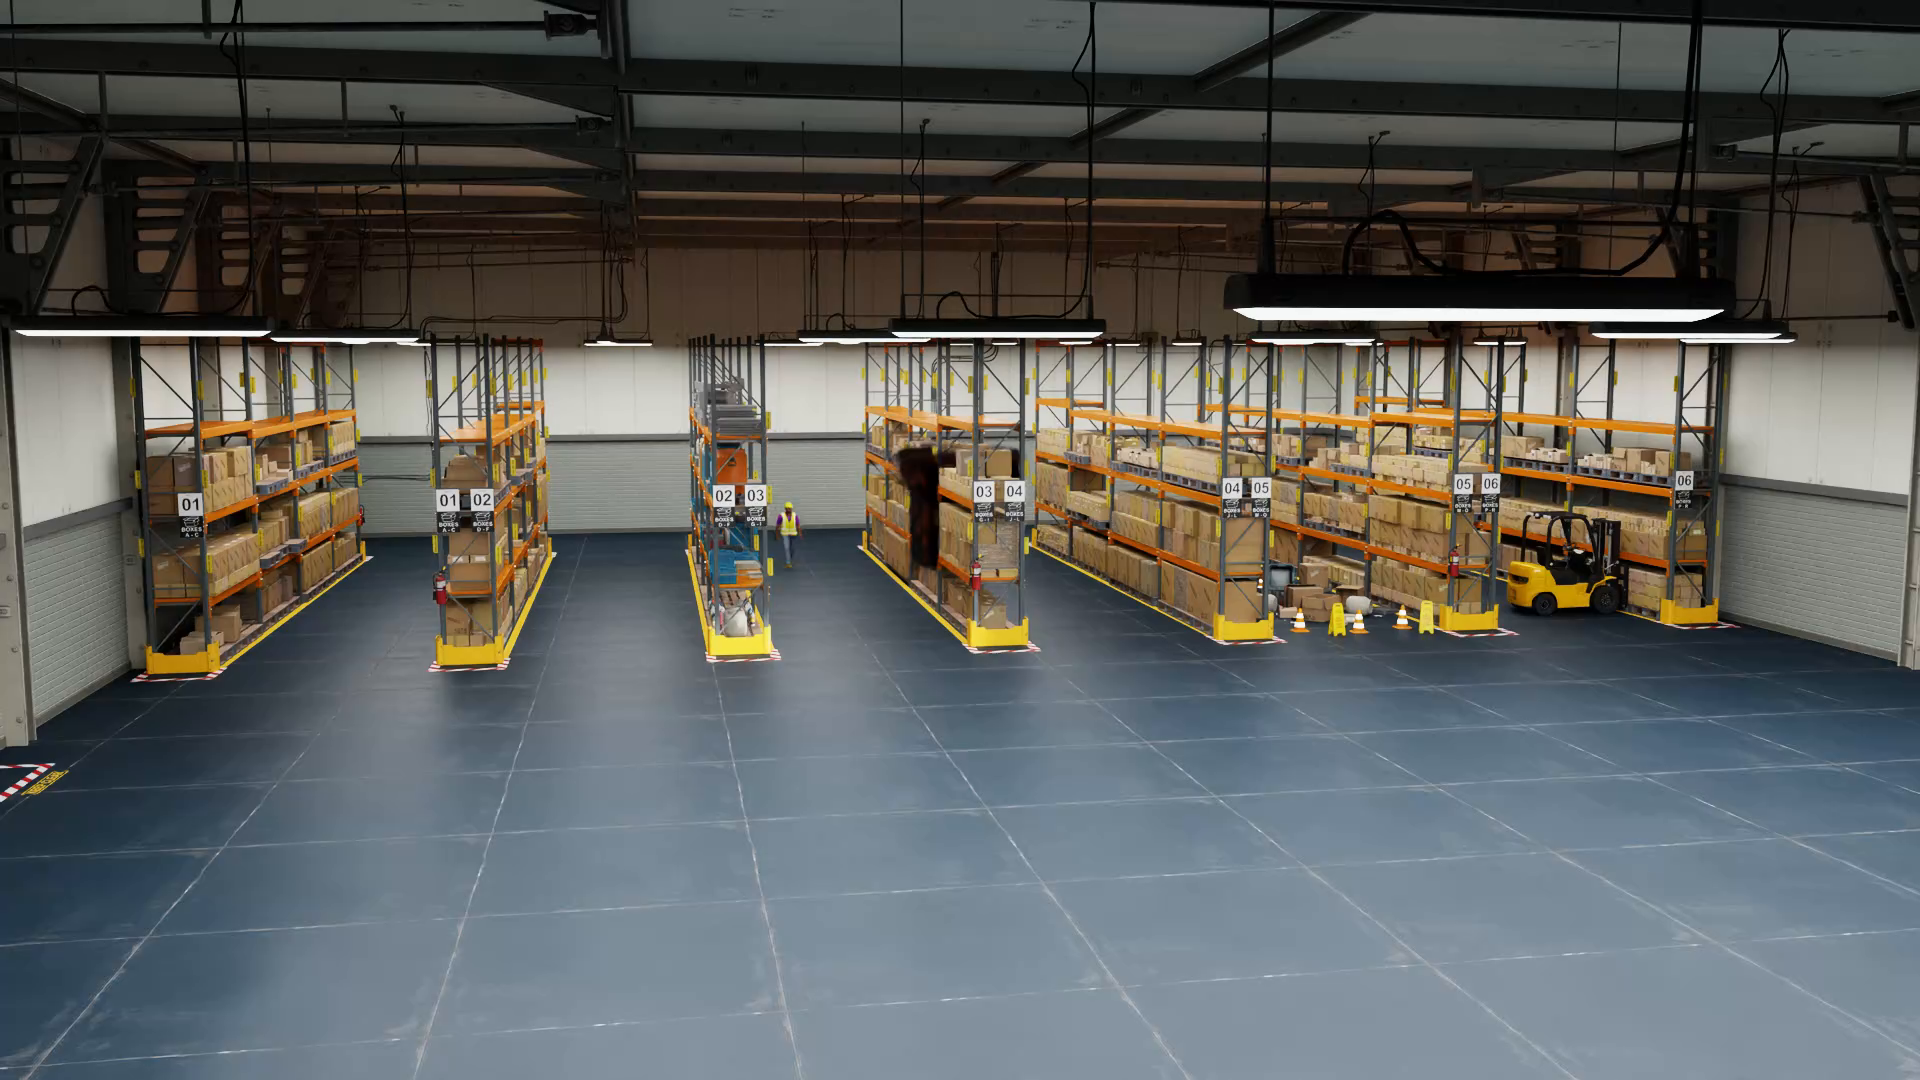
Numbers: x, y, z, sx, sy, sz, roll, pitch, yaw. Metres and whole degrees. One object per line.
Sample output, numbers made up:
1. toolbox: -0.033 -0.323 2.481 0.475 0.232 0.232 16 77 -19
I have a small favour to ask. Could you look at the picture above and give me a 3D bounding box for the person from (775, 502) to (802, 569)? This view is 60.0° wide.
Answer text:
1. person: -4.512 -0.132 43.743 0.689 1.723 1.080 -2 7 -15
